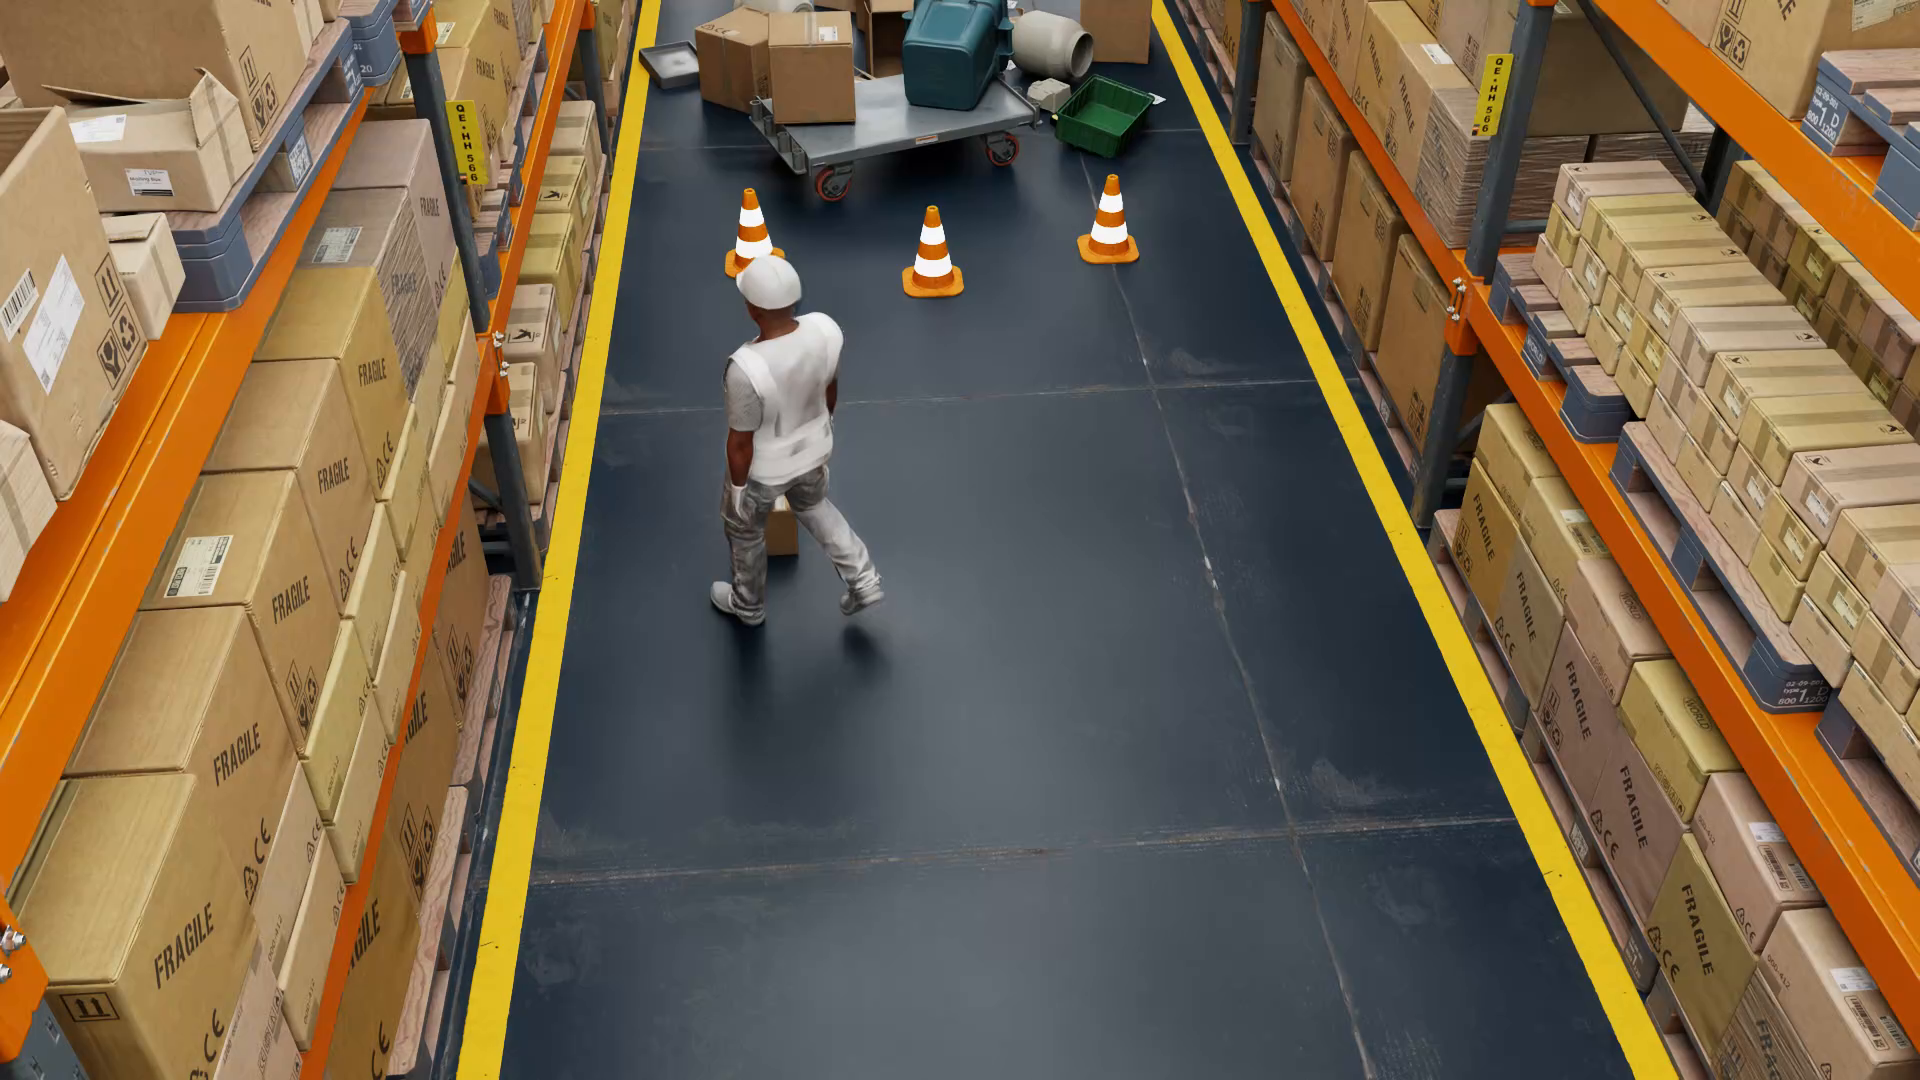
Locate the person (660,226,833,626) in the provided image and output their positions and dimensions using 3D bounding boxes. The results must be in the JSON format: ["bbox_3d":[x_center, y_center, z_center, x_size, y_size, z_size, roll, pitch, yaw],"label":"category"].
[{"bbox_3d":[-0.850,-0.384,6.631,0.667,1.825,0.383,-12,40,-15],"label":"person"}]
